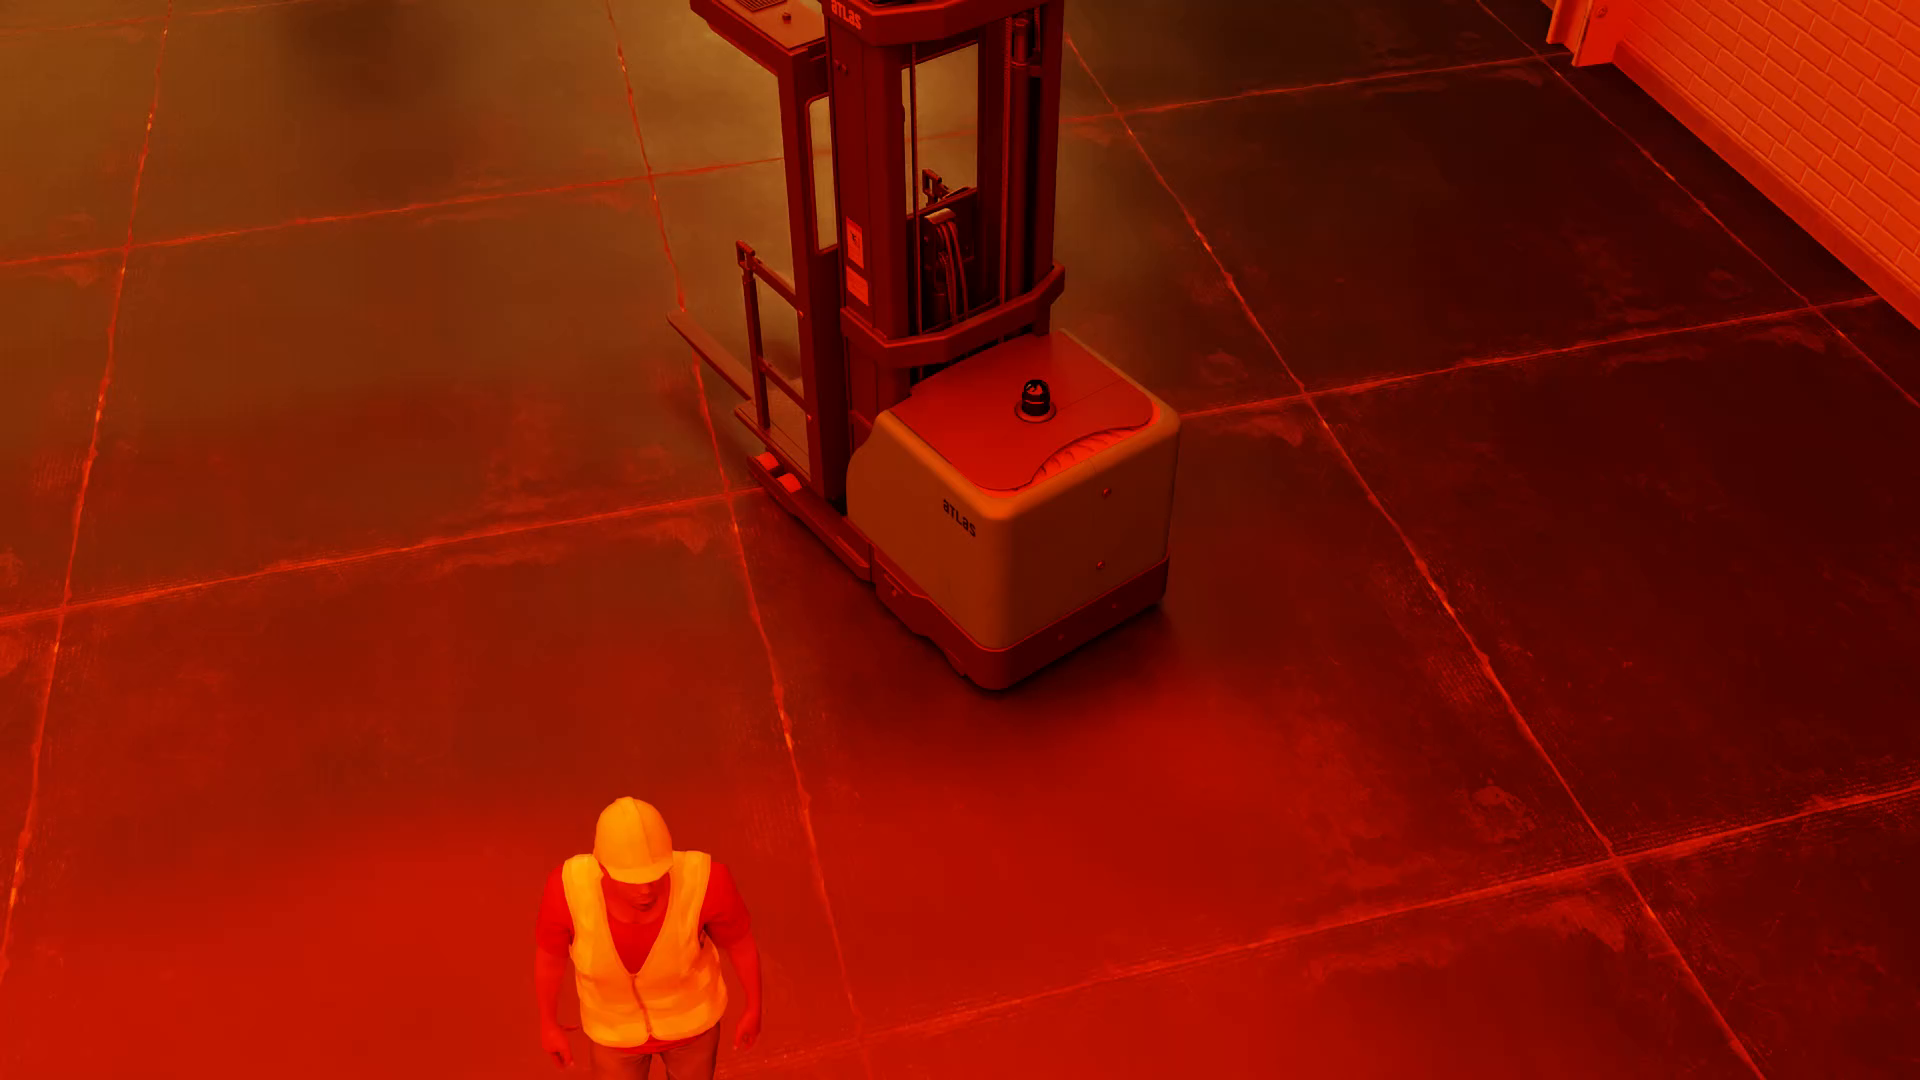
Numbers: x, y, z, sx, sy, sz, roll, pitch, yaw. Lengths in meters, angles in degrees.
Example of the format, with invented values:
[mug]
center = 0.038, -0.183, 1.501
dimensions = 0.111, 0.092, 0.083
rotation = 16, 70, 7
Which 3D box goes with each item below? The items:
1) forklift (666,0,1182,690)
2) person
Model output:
[forklift]
center = -0.366, -1.399, 7.126
dimensions = 1.130, 2.935, 3.031
rotation = -27, 50, -26
[person]
center = -0.907, 1.465, 4.933
dimensions = 0.666, 1.767, 0.575
rotation = -6, 44, -6
